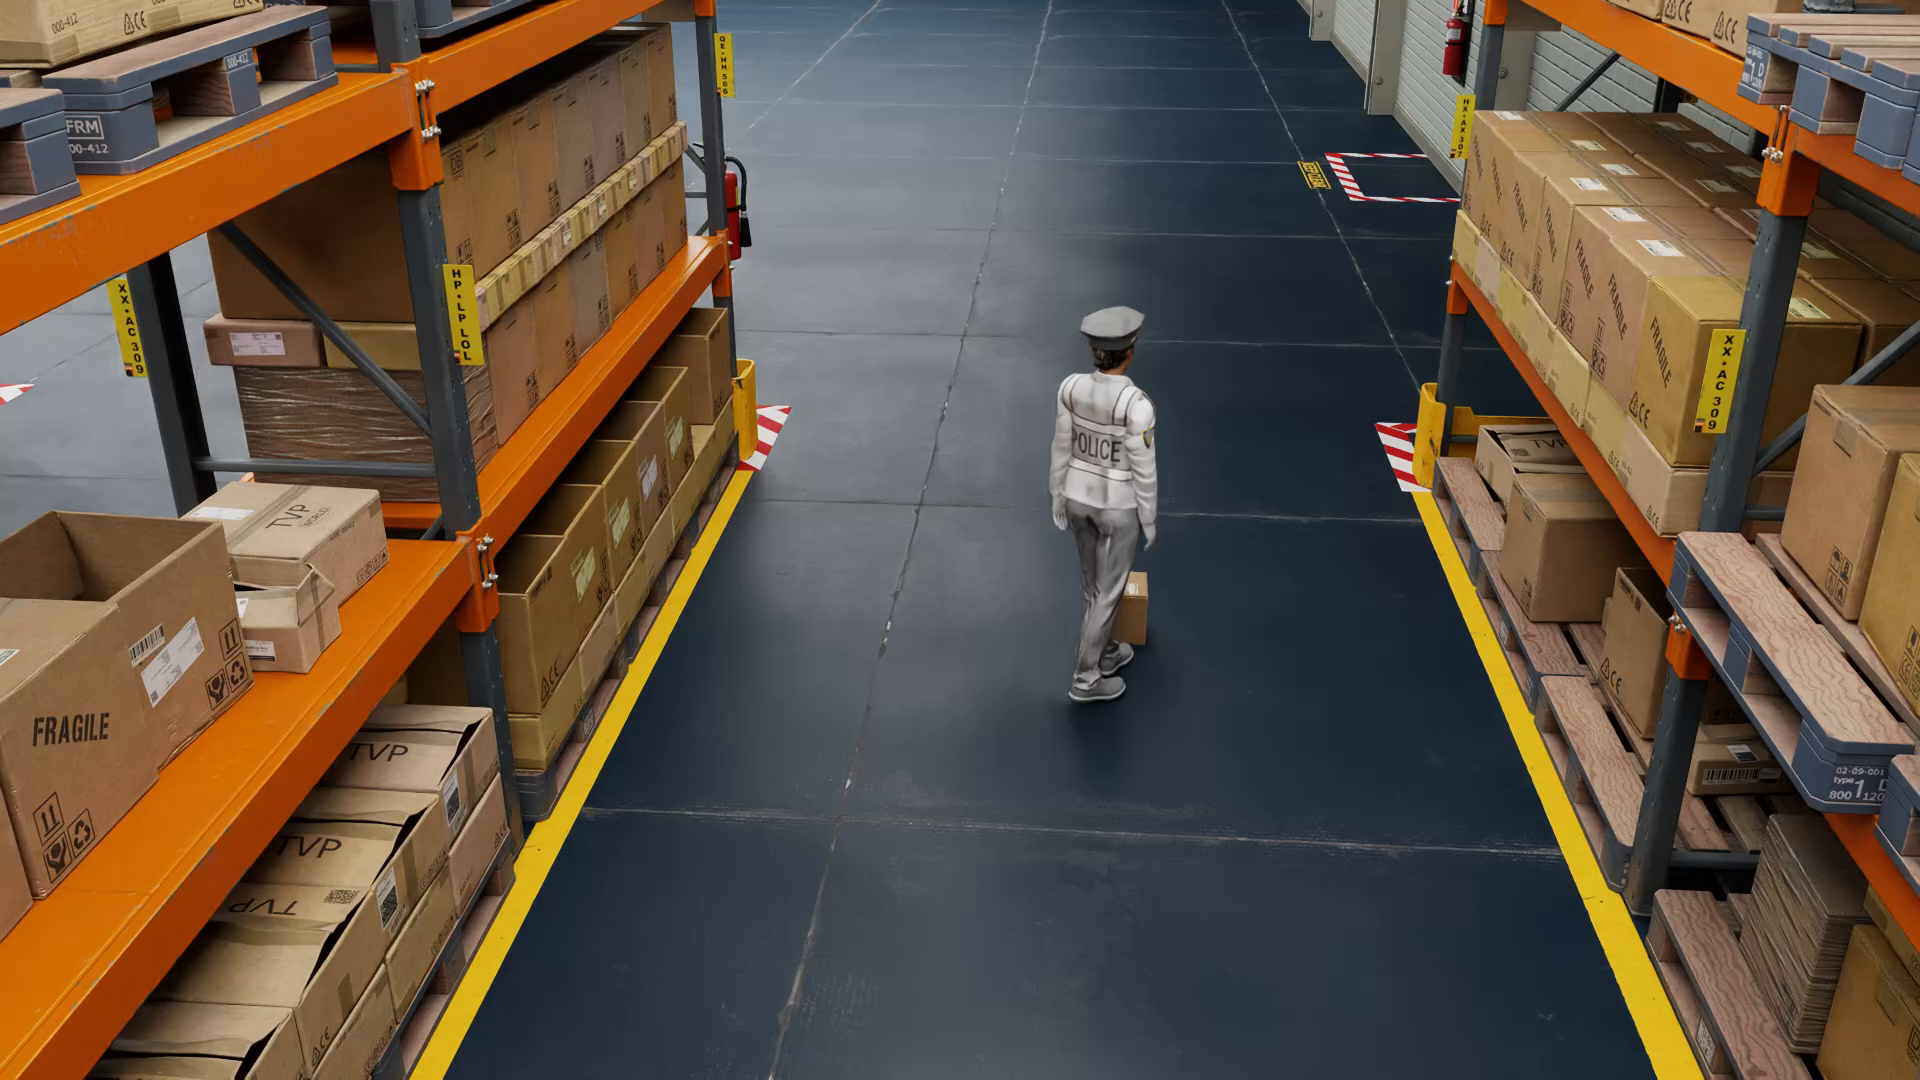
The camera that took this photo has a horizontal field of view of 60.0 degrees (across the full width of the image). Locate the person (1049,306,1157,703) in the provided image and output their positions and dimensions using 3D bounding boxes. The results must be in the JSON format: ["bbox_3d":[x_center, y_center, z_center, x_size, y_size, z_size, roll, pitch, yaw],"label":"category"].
[{"bbox_3d":[0.617,-0.151,6.904,0.500,1.669,0.560,20,31,36],"label":"person"}]
